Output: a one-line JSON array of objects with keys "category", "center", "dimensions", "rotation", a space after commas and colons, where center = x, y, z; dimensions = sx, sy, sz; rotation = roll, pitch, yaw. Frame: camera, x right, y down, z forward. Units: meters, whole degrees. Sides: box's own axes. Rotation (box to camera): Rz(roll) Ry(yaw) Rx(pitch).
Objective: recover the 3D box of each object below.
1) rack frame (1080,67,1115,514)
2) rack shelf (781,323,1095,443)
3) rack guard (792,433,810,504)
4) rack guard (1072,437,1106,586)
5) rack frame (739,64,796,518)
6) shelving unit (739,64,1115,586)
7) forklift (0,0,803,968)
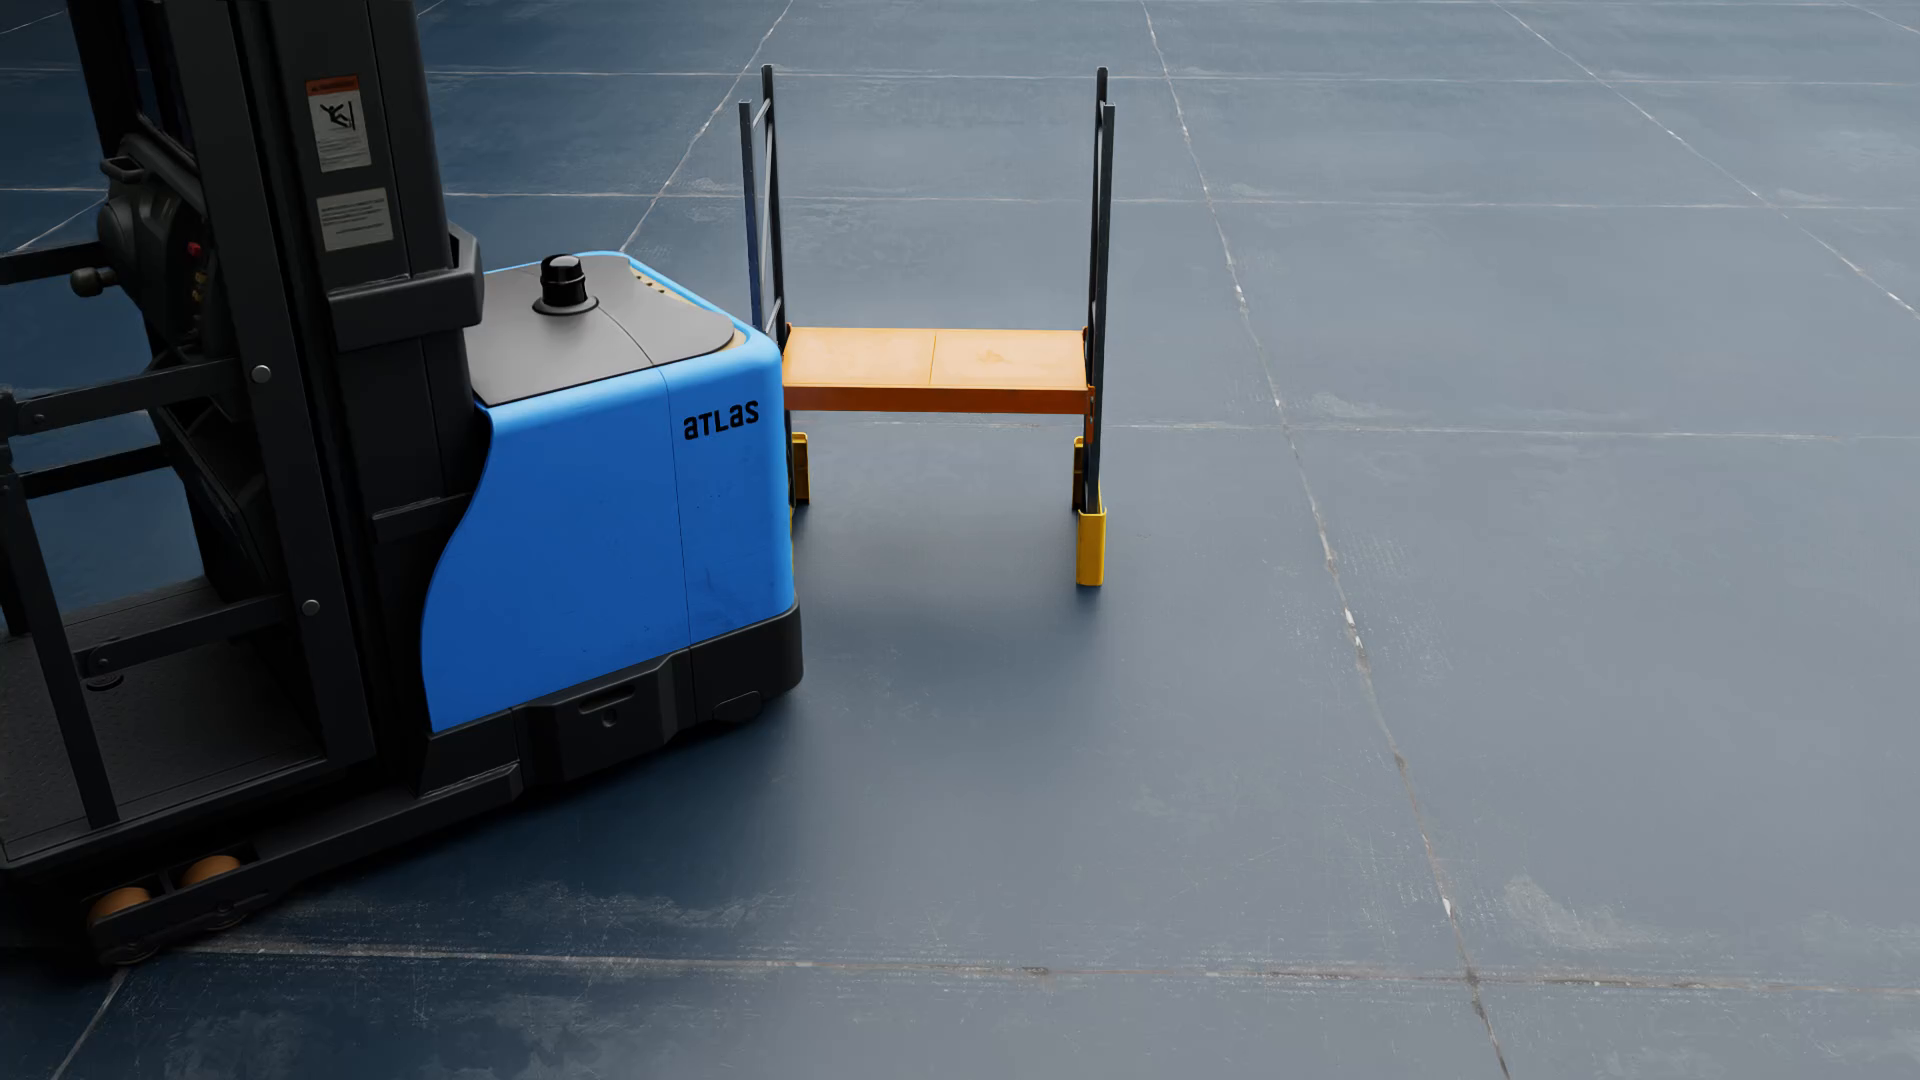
[{"category": "rack frame", "center": [0.423, -0.656, 5.173], "dimensions": [0.032, 1.500, 0.500], "rotation": [1, 28, 2]}, {"category": "rack shelf", "center": [-0.085, -0.505, 5.273], "dimensions": [1.000, 0.185, 0.538], "rotation": [1, 28, 2]}, {"category": "rack guard", "center": [-0.574, -0.120, 5.497], "dimensions": [0.087, 0.250, 0.587], "rotation": [1, 28, 2]}, {"category": "rack guard", "center": [0.422, -0.103, 5.466], "dimensions": [0.087, 0.250, 0.587], "rotation": [1, 28, 2]}, {"category": "rack frame", "center": [-0.593, -0.672, 5.205], "dimensions": [0.032, 1.500, 0.500], "rotation": [1, 28, 2]}, {"category": "shelving unit", "center": [-0.076, -0.664, 5.189], "dimensions": [1.083, 1.500, 0.587], "rotation": [1, 28, 2]}, {"category": "forklift", "center": [-1.933, -0.624, 3.586], "dimensions": [3.031, 2.935, 1.130], "rotation": [-19, 33, -31]}]
